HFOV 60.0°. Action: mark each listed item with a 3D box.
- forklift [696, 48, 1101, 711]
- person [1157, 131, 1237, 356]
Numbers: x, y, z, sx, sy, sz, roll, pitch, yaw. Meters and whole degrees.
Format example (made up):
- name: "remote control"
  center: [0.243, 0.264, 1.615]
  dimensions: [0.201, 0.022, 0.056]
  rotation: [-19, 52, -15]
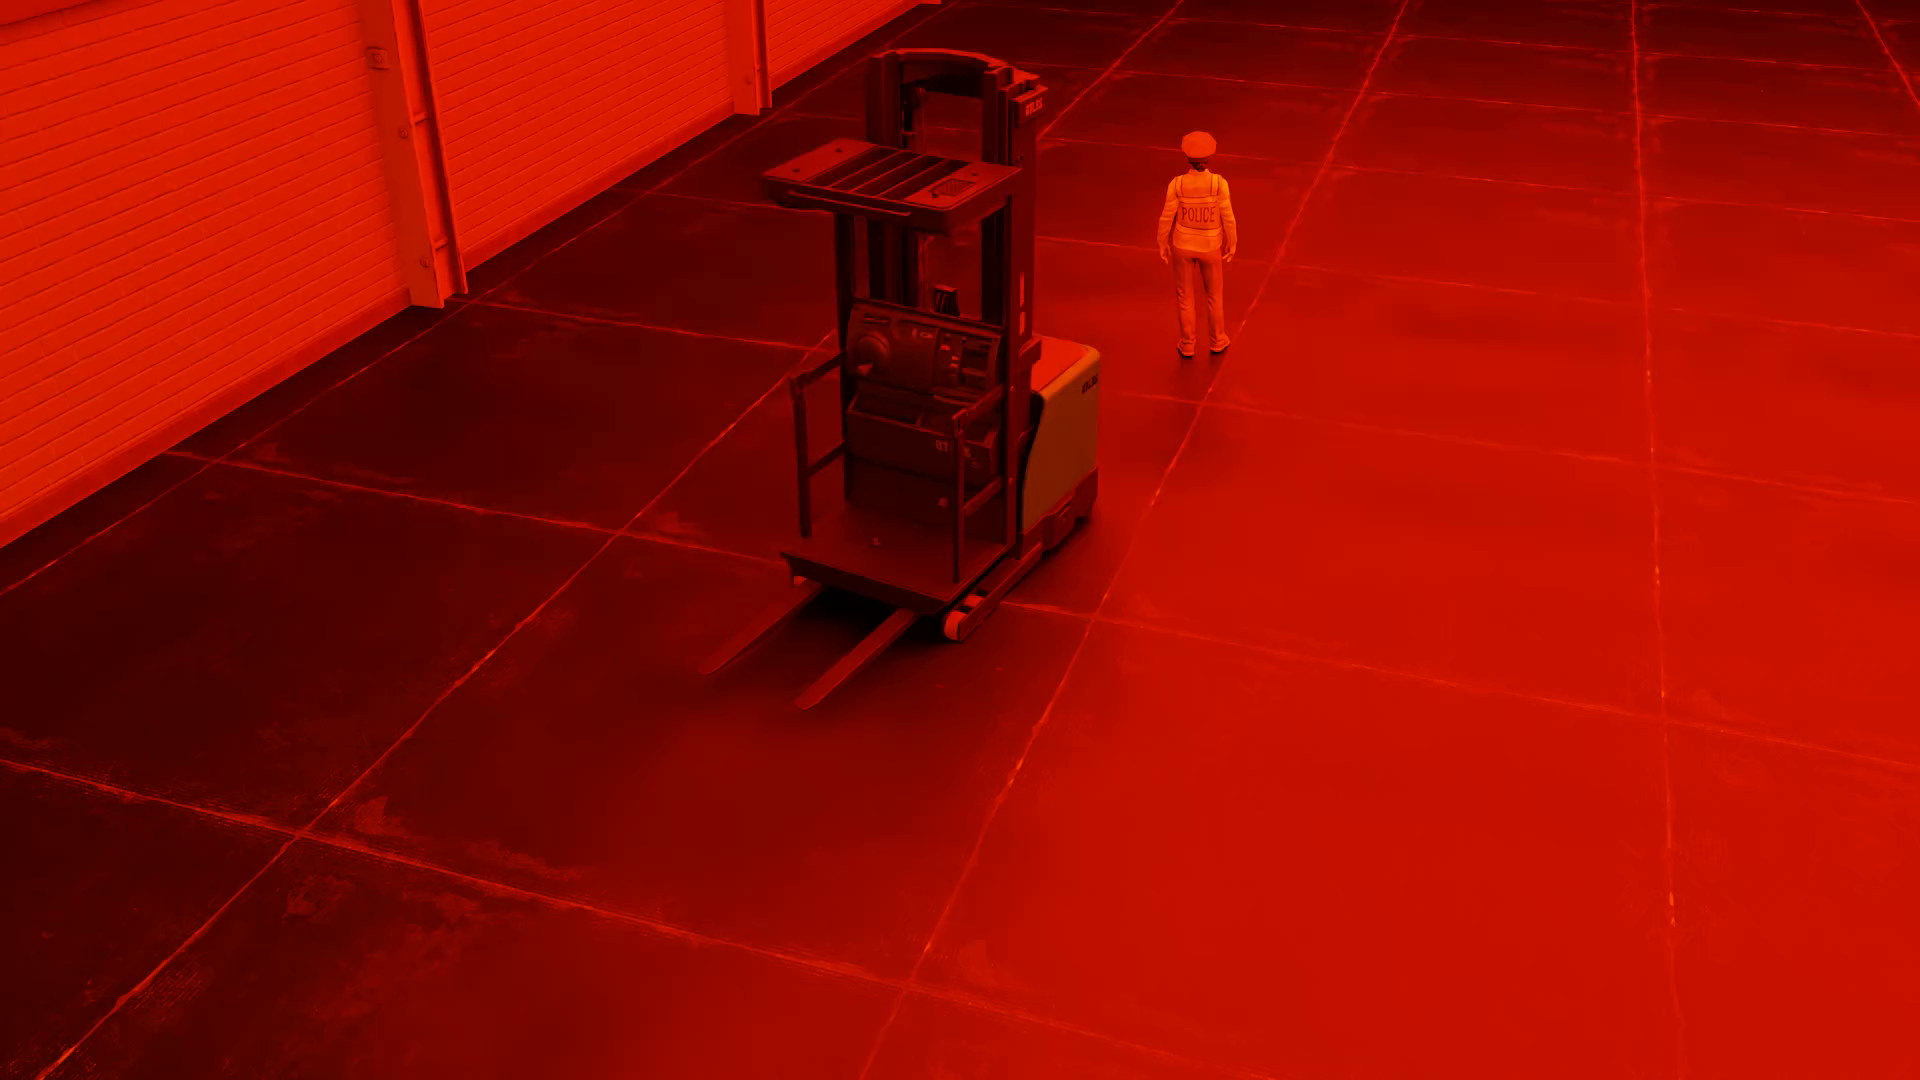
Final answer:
- name: "forklift"
  center: [-0.308, -0.976, 8.848]
  dimensions: [1.130, 2.935, 3.031]
  rotation: [16, 33, 25]
- name: "person"
  center: [1.737, -2.166, 12.171]
  dimensions: [0.588, 1.695, 0.531]
  rotation: [5, 30, 9]
